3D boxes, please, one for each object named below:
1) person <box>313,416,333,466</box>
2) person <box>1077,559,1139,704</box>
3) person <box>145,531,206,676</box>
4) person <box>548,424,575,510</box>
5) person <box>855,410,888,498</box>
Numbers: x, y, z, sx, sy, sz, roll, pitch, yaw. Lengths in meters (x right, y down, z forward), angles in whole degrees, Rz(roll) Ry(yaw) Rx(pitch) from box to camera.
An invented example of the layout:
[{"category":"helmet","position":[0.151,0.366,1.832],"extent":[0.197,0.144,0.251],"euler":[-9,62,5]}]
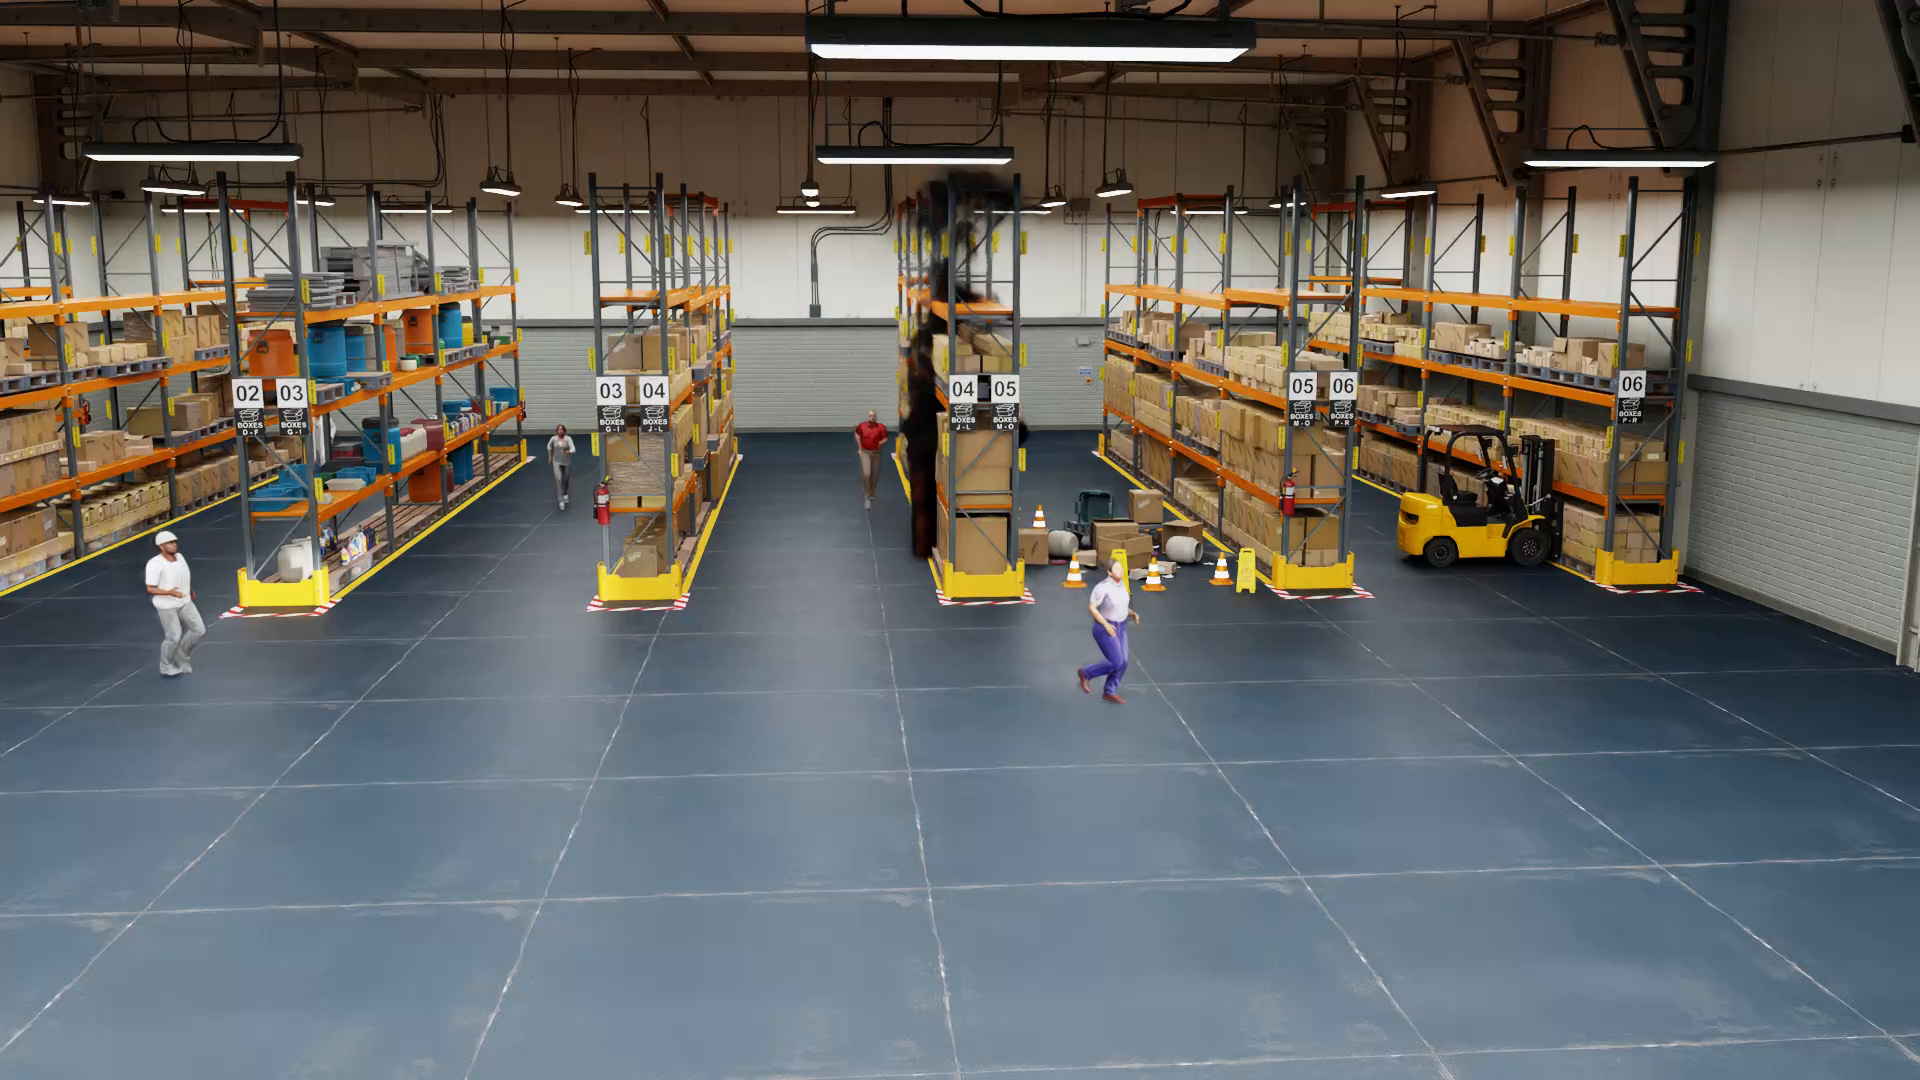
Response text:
[{"category":"person","position":[-13.077,-1.846,33.877],"extent":[0.661,1.804,0.981],"euler":[-3,10,-16]},{"category":"person","position":[1.666,1.002,18.474],"extent":[0.596,1.620,0.600],"euler":[7,12,35]},{"category":"person","position":[-9.138,0.755,19.397],"extent":[0.657,1.745,0.672],"euler":[4,11,22]},{"category":"person","position":[-7.699,-1.445,32.180],"extent":[0.511,1.628,0.820],"euler":[-3,10,-15]},{"category":"person","position":[-1.628,-1.605,30.898],"extent":[0.570,1.634,0.812],"euler":[-2,10,-13]}]
